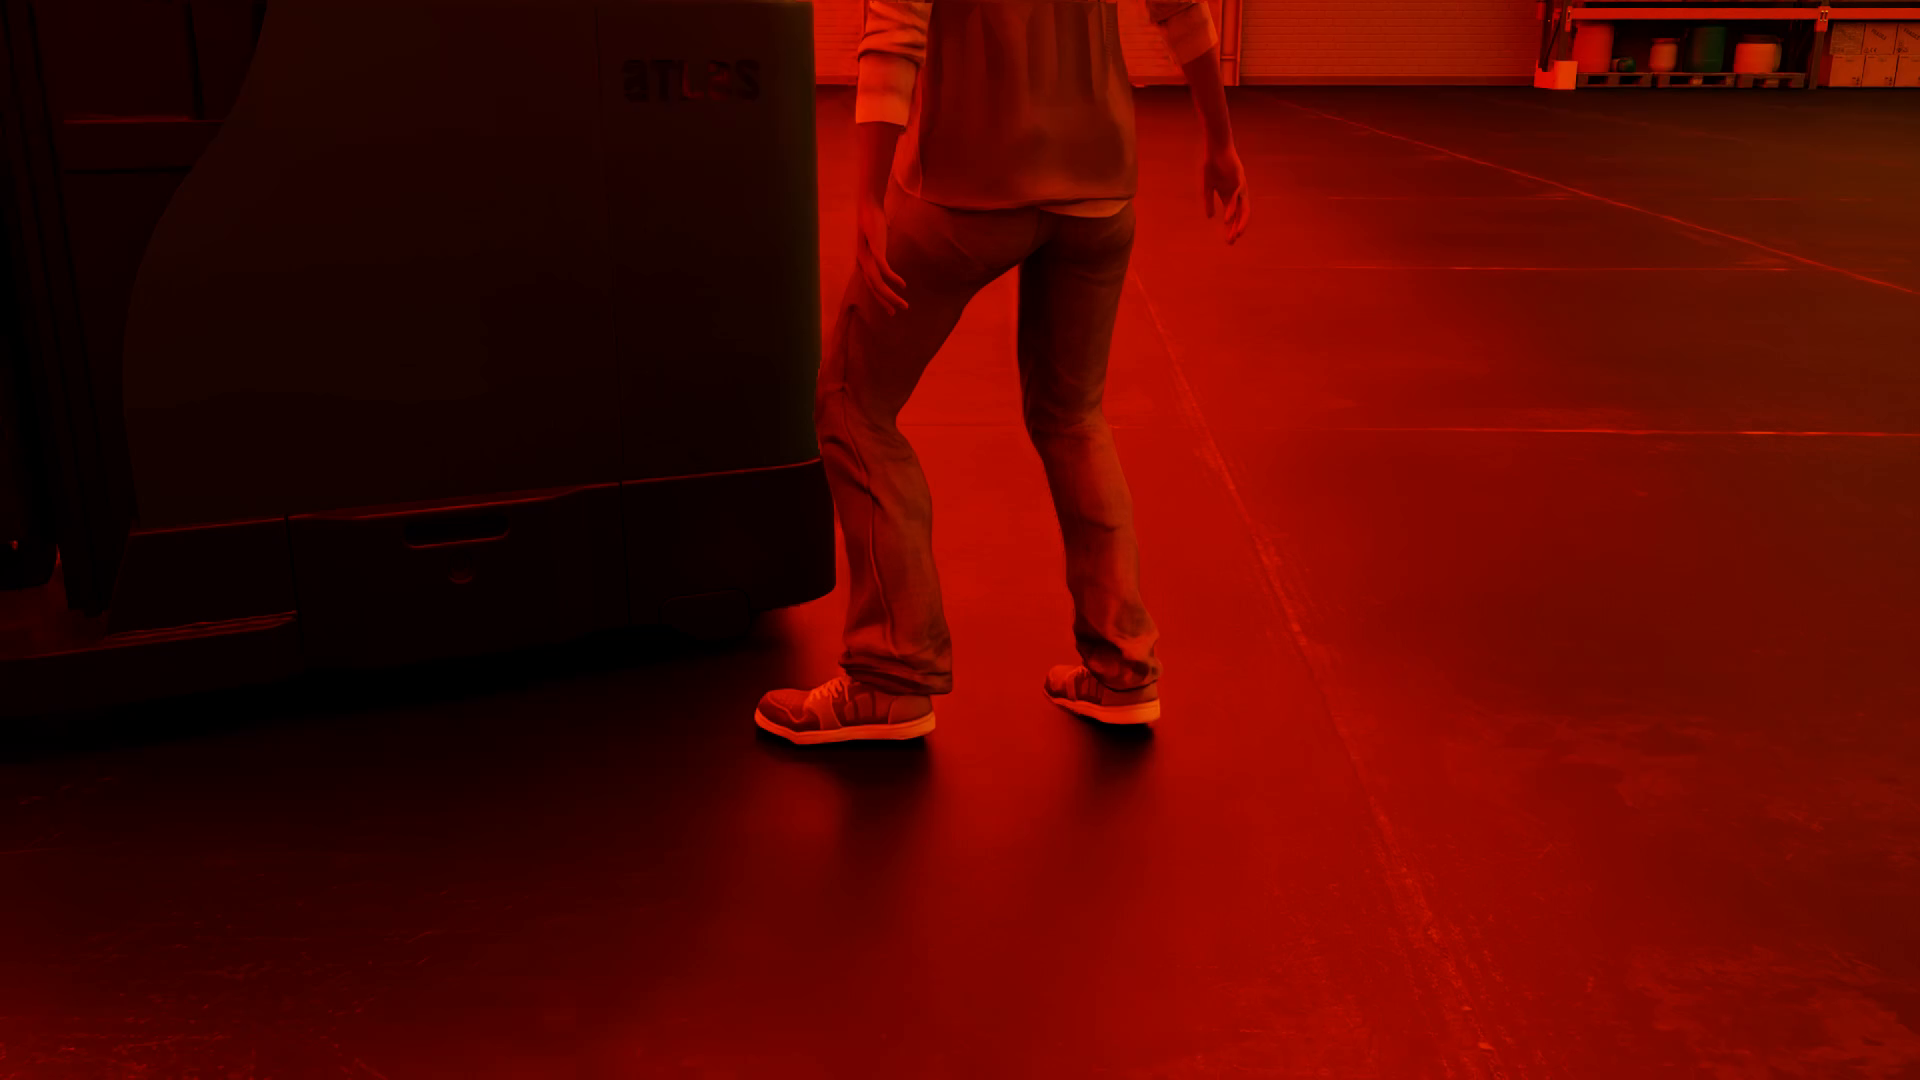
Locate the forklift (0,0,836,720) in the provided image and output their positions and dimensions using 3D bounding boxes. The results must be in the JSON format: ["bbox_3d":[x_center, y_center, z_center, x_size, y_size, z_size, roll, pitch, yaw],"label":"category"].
[{"bbox_3d":[-1.782,-1.204,2.308,3.031,2.935,1.130,-7,19,-22],"label":"forklift"}]

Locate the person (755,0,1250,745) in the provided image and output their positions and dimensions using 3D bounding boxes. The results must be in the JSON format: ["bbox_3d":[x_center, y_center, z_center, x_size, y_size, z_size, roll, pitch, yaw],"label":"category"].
[{"bbox_3d":[0.069,-0.467,2.312,0.742,1.564,0.405,-9,19,-26],"label":"person"}]
